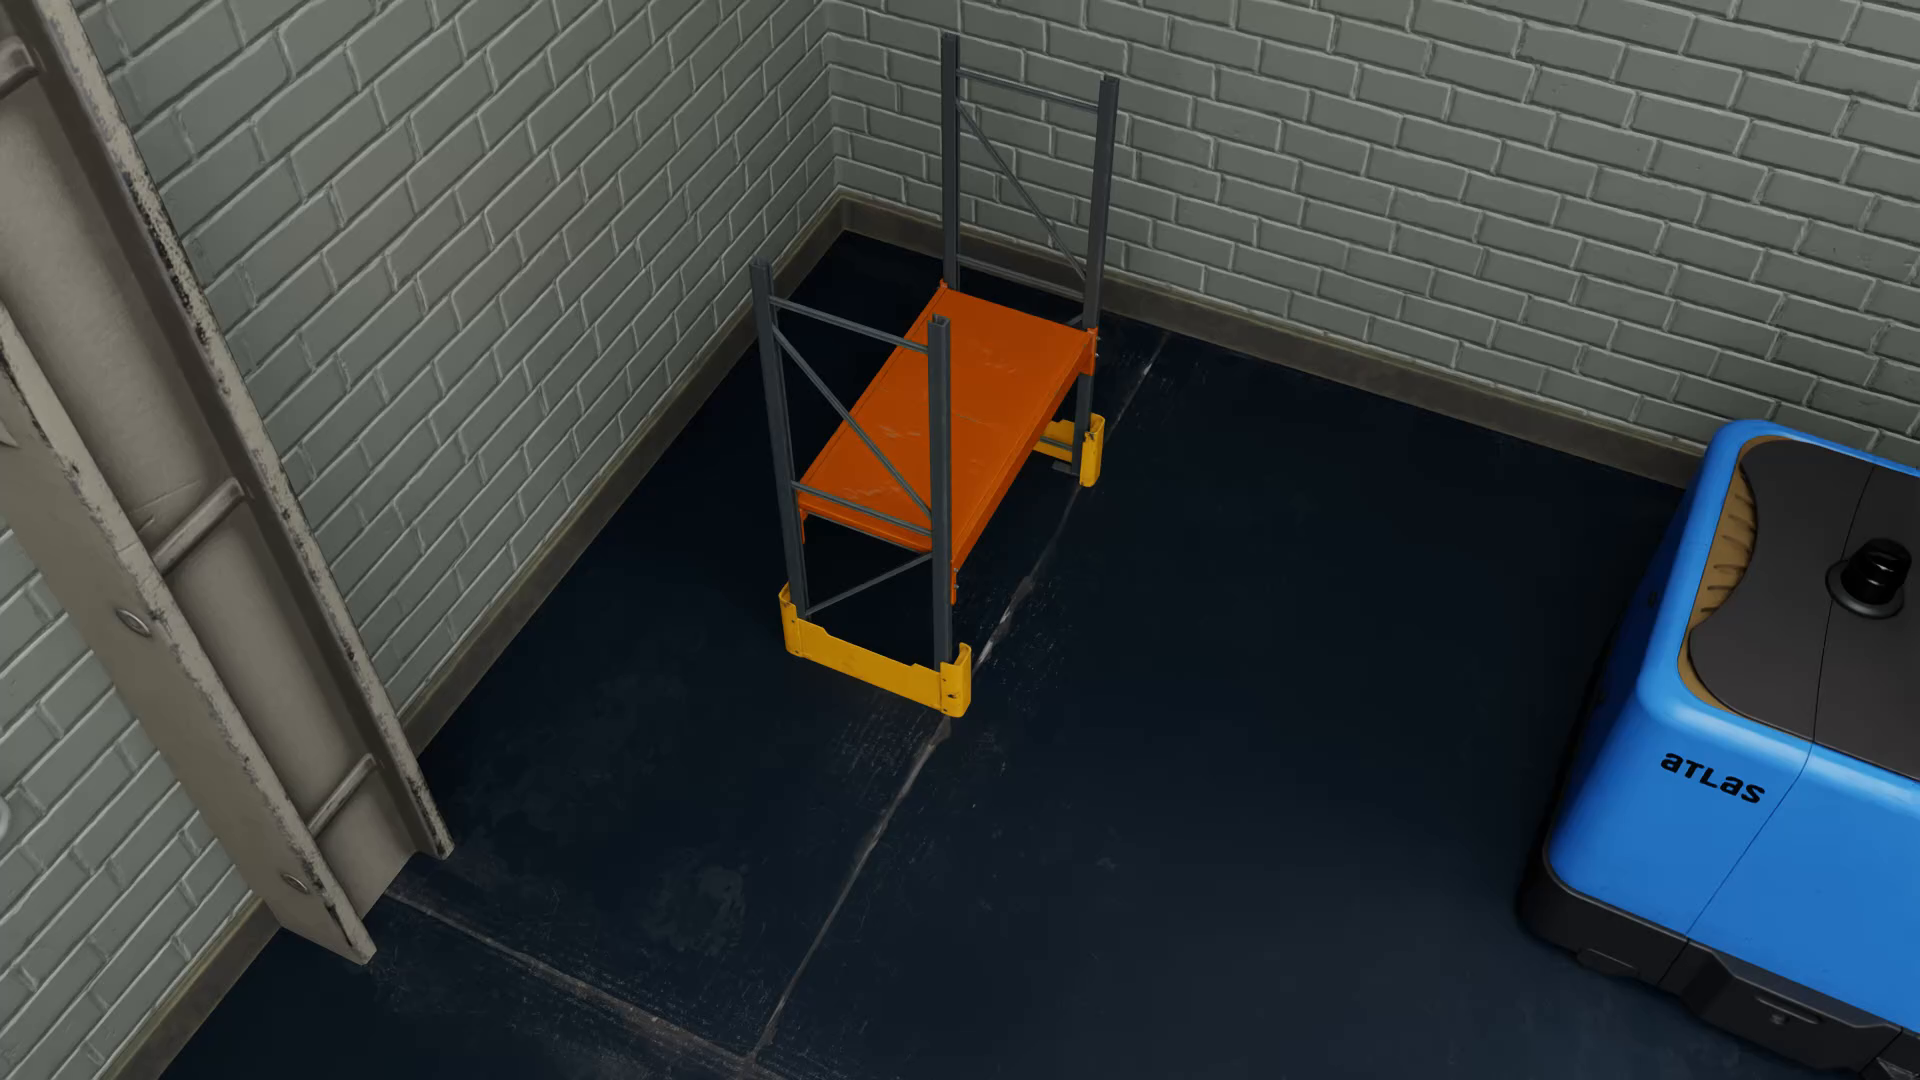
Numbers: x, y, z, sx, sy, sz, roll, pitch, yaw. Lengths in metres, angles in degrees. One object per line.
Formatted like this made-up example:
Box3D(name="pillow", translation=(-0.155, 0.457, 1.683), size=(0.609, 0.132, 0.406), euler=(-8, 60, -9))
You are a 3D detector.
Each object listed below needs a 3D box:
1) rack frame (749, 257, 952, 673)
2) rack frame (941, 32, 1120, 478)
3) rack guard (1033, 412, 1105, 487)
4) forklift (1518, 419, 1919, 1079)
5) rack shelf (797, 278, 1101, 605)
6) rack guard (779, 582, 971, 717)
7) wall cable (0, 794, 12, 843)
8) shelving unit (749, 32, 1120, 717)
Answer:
Box3D(name="rack frame", translation=(-0.254, -0.077, 4.331), size=(0.500, 1.500, 0.032), euler=(20, 52, 16))
Box3D(name="rack frame", translation=(0.181, -0.777, 4.927), size=(0.500, 1.500, 0.032), euler=(20, 52, 16))
Box3D(name="rack guard", translation=(0.180, -0.371, 5.402), size=(0.587, 0.250, 0.087), euler=(20, 52, 16))
Box3D(name="forklift", translation=(3.006, 0.268, 3.097), size=(3.031, 2.935, 1.130), euler=(22, 53, 17))
Box3D(name="rack shelf", translation=(-0.036, -0.311, 4.766), size=(0.538, 0.185, 1.000), euler=(20, 52, 16))
Box3D(name="rack guard", translation=(-0.245, 0.314, 4.818), size=(0.587, 0.250, 0.087), euler=(20, 52, 16))
Box3D(name="wall cable", translation=(-2.278, 0.568, 2.130), size=(0.084, 1.984, 1.851), euler=(20, 52, 16))
Box3D(name="shelving unit", translation=(-0.033, -0.434, 4.634), size=(0.587, 1.500, 1.083), euler=(20, 52, 16))
